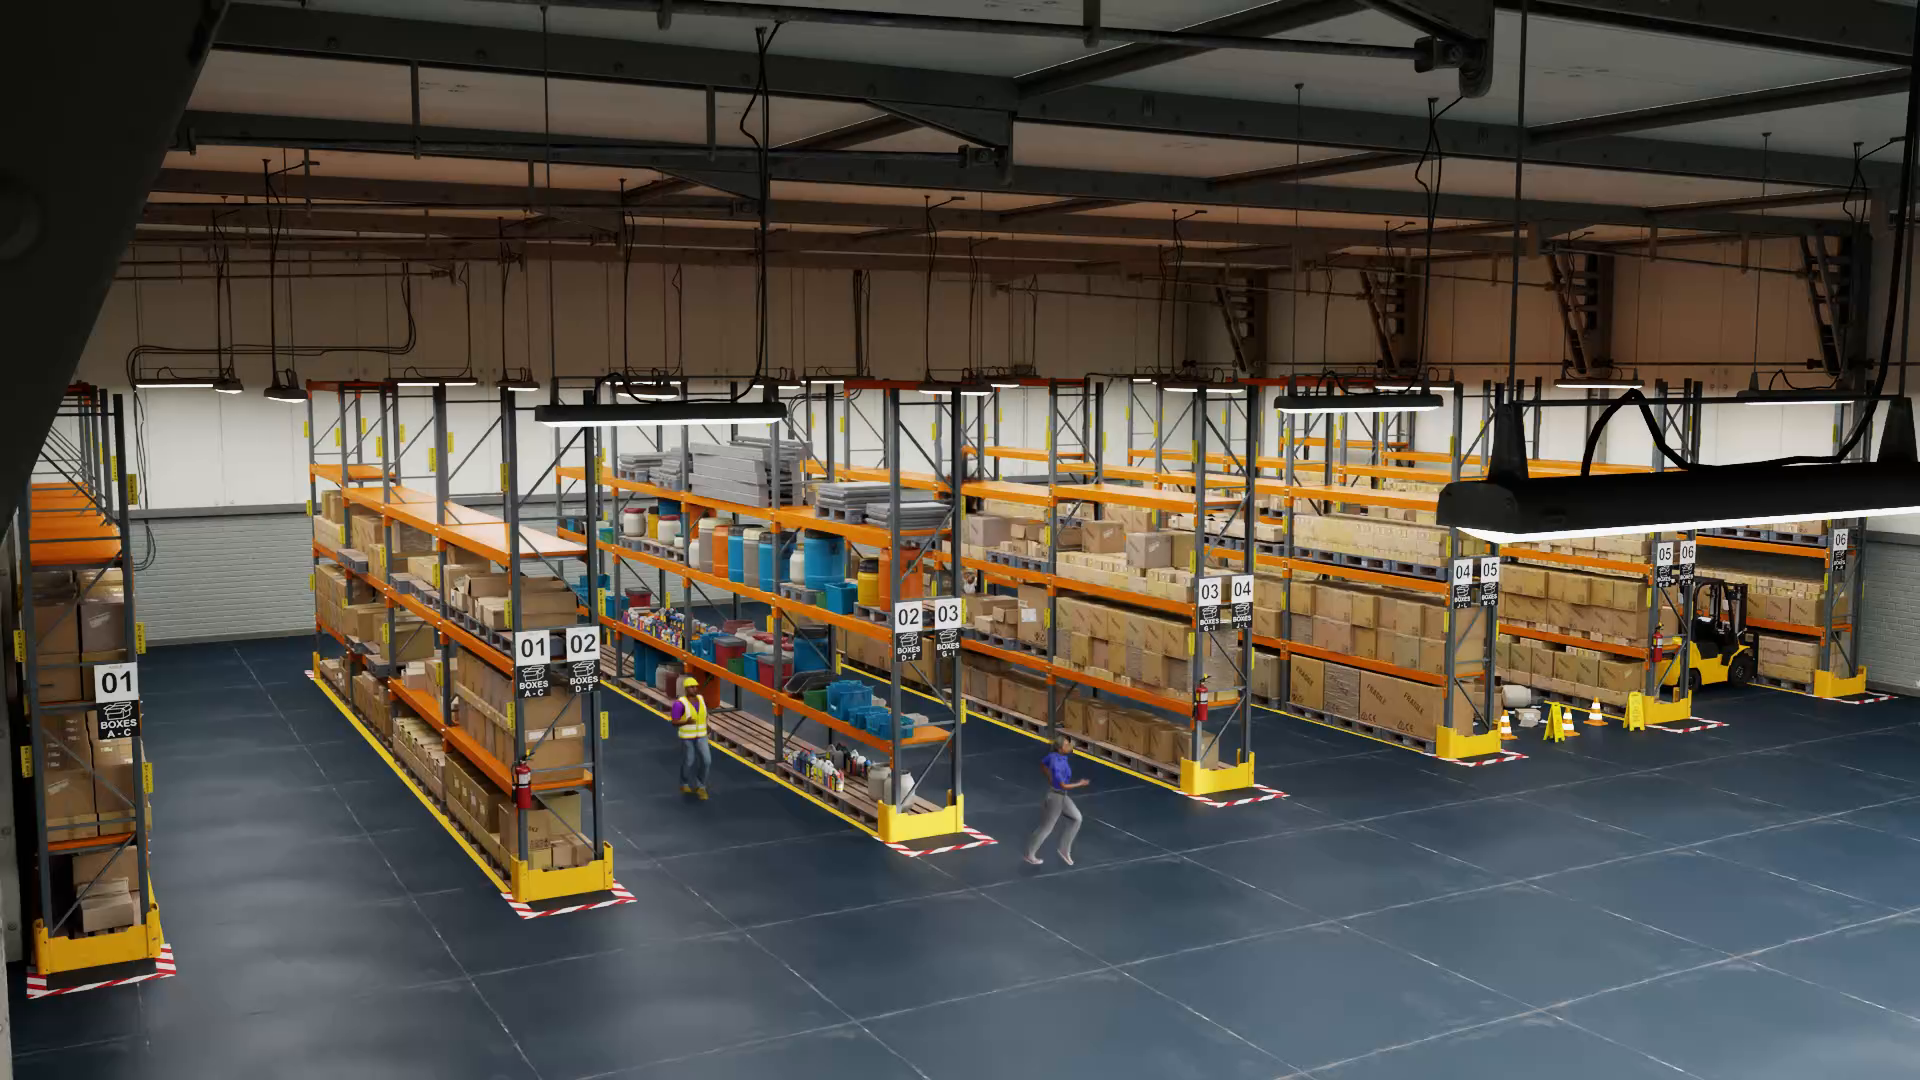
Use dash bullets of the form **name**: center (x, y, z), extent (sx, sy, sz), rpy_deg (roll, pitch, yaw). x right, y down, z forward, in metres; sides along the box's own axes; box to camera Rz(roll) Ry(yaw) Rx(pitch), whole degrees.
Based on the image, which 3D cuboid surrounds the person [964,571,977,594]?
- **person**: center (0.098, 1.508, 37.954), extent (0.705, 1.719, 1.023), rpy_deg (-3, 7, -28)

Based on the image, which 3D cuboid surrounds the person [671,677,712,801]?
- **person**: center (-3.867, 2.893, 24.152), extent (0.673, 1.812, 0.706), rpy_deg (-4, 7, -34)

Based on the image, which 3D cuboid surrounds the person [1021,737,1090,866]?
- **person**: center (1.206, 3.293, 20.930), extent (0.867, 1.675, 0.585), rpy_deg (1, 6, 7)
